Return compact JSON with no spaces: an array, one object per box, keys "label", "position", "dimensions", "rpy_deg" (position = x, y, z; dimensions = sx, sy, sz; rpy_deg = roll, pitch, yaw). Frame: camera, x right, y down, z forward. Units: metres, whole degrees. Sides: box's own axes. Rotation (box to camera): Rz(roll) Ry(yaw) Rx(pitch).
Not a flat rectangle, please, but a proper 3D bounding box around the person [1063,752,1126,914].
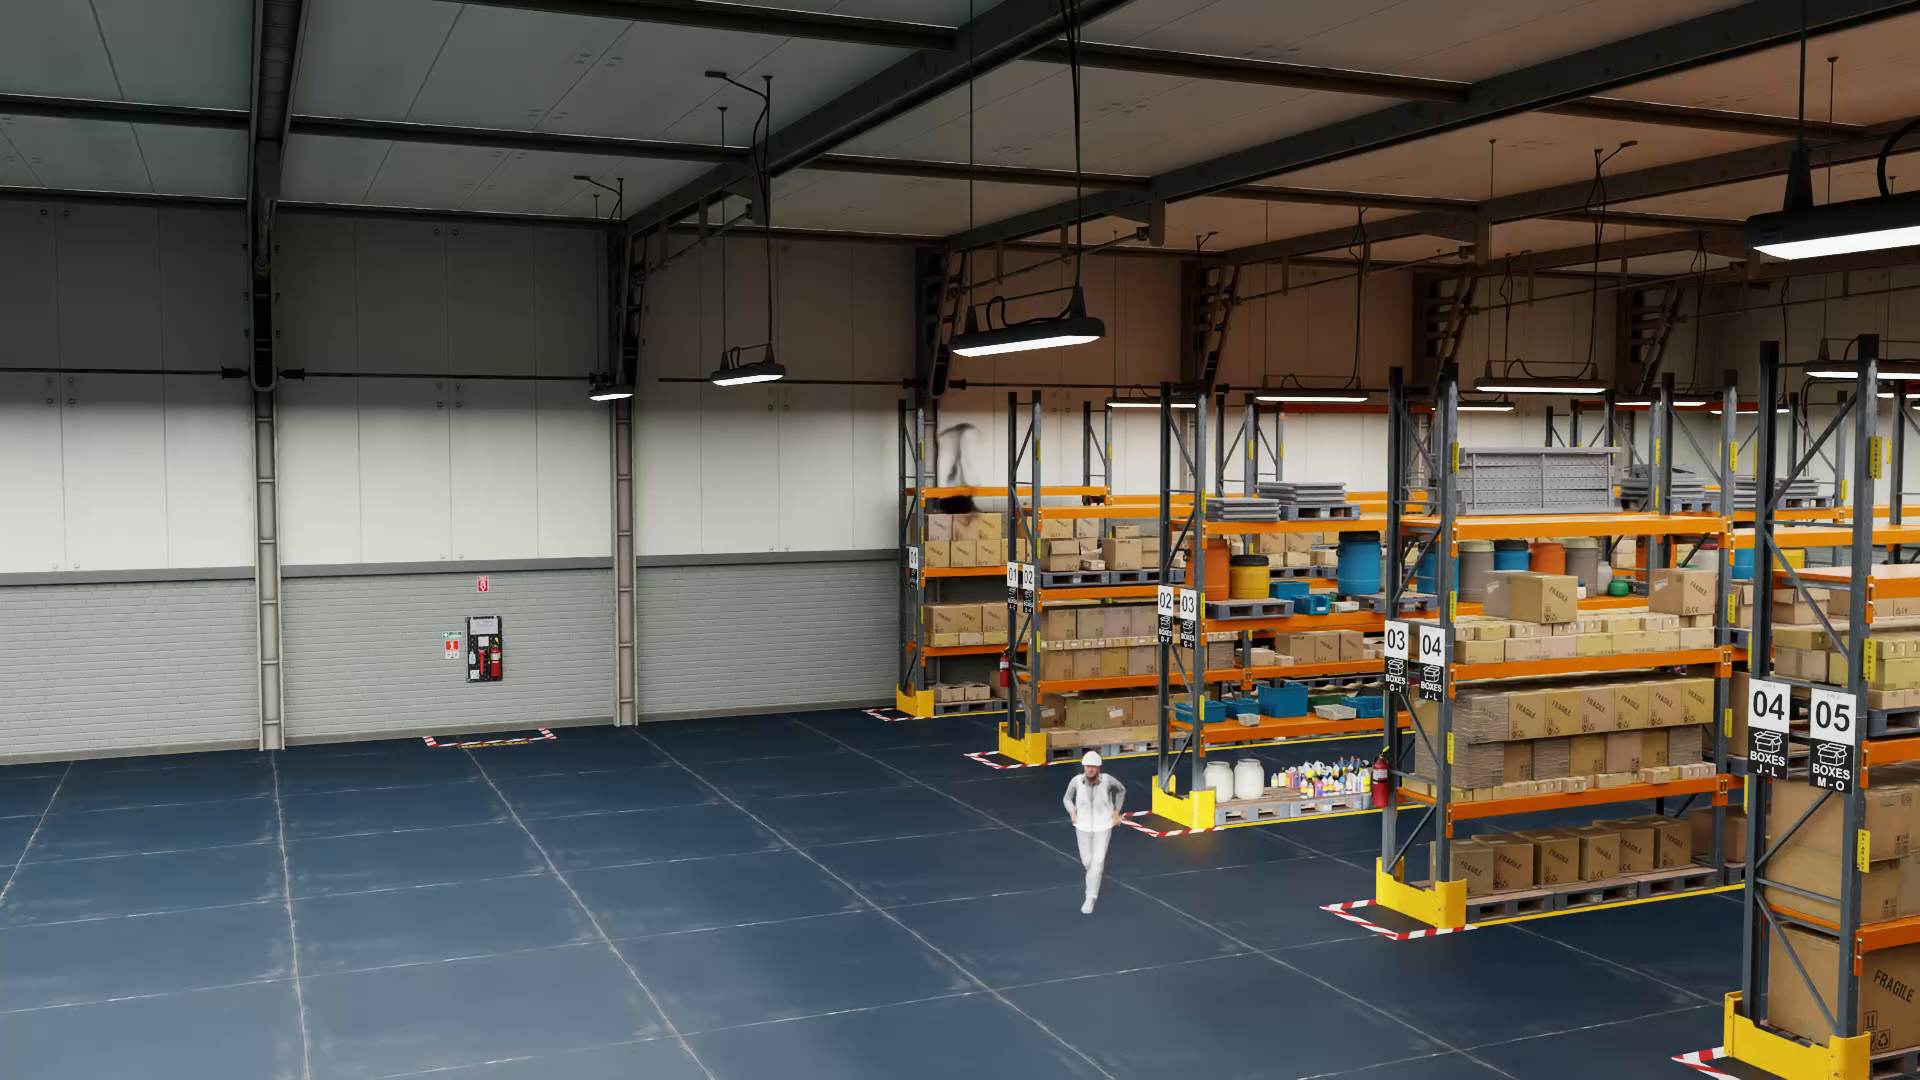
[{"label":"person","position":[1.505,3.202,18.628],"dimensions":[0.695,1.740,1.054],"rpy_deg":[1,3,9]}]
